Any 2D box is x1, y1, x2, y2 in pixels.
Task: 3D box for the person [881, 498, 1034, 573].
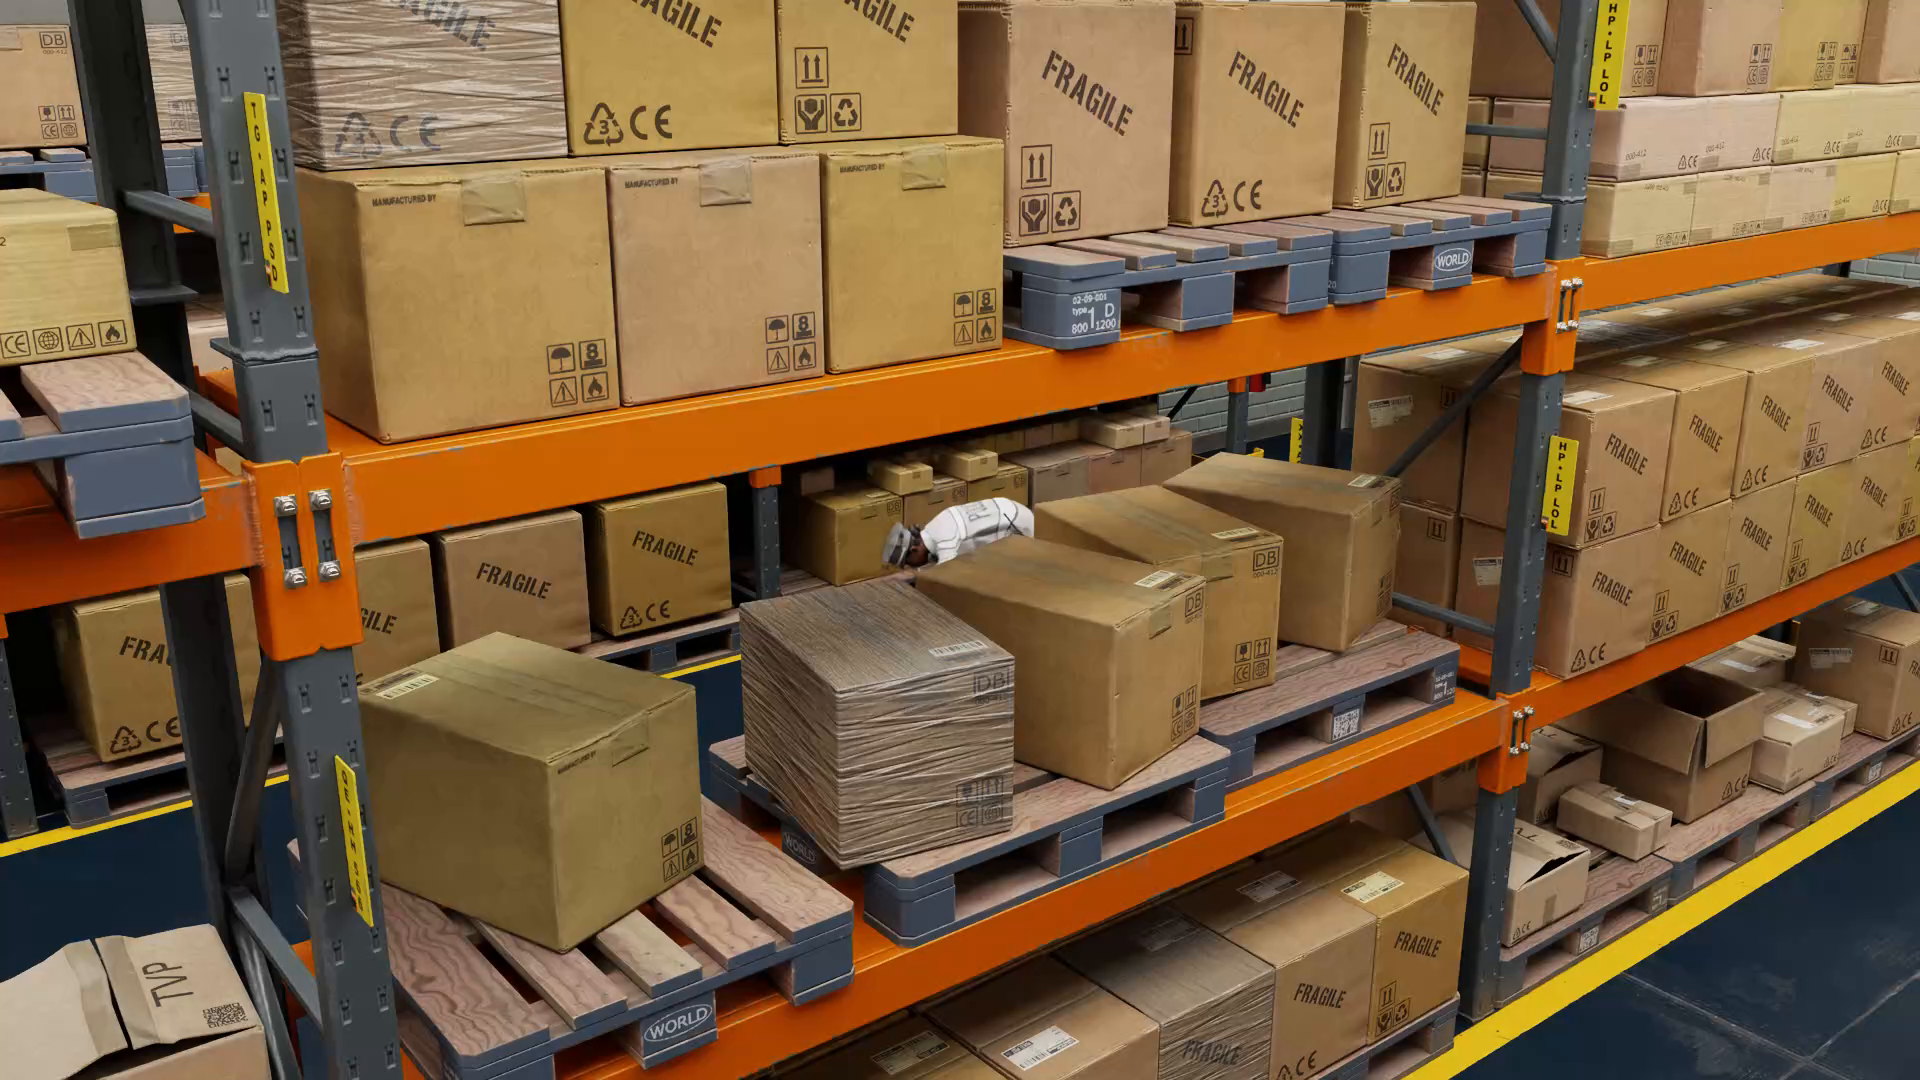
[{"bbox_3d":[0.021,0.277,9.303,0.926,0.987,0.461,-5,18,-15],"label":"person"}]
